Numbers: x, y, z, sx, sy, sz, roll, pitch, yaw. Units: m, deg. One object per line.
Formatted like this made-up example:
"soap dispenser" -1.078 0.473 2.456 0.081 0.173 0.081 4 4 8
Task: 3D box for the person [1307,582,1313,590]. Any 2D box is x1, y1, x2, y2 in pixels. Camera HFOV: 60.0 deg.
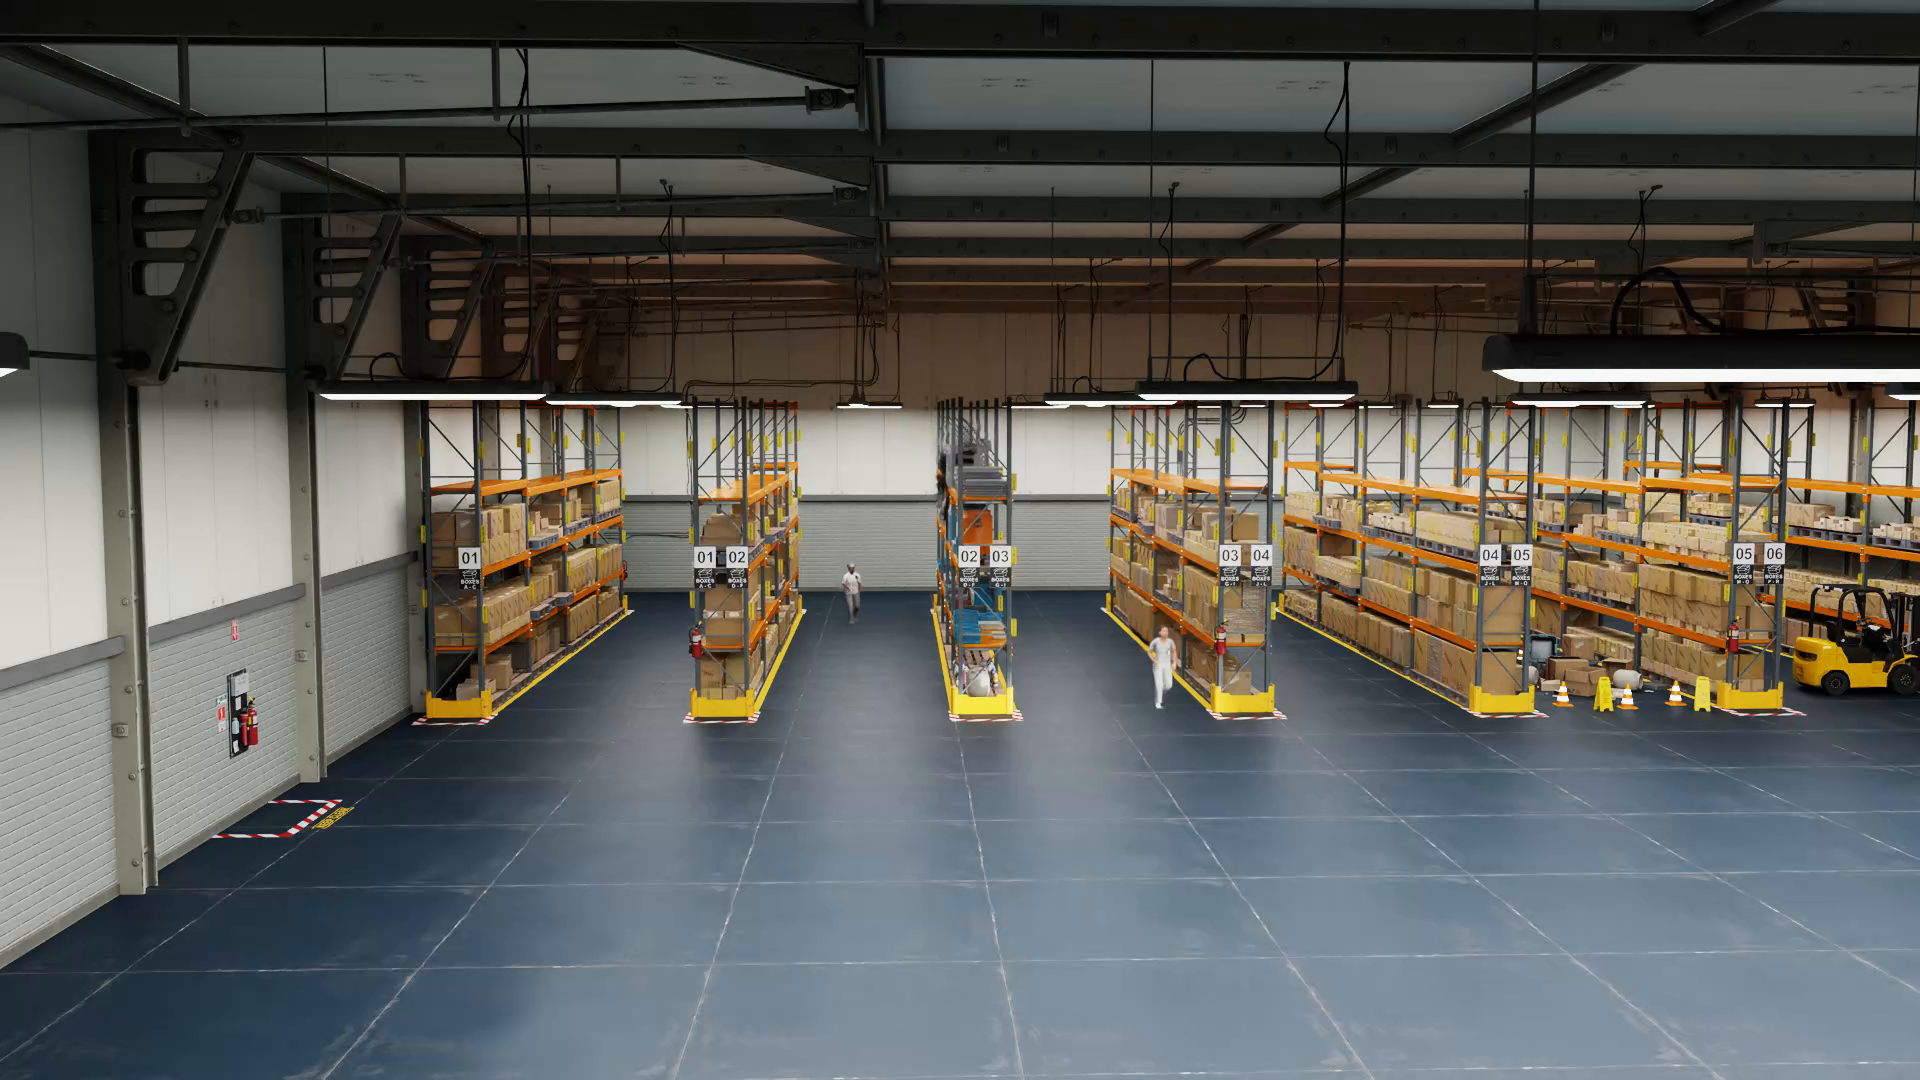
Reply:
"person" 10.411 1.074 49.192 0.590 1.674 0.648 -2 5 -25

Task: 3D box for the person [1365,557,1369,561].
"person" 11.238 1.342 45.690 0.580 1.738 0.850 0 4 -3

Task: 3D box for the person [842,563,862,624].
"person" -2.875 1.442 44.650 0.567 1.656 0.529 -1 5 -14

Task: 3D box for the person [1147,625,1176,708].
"person" 3.910 2.438 32.165 0.589 1.608 0.560 -1 4 -7
